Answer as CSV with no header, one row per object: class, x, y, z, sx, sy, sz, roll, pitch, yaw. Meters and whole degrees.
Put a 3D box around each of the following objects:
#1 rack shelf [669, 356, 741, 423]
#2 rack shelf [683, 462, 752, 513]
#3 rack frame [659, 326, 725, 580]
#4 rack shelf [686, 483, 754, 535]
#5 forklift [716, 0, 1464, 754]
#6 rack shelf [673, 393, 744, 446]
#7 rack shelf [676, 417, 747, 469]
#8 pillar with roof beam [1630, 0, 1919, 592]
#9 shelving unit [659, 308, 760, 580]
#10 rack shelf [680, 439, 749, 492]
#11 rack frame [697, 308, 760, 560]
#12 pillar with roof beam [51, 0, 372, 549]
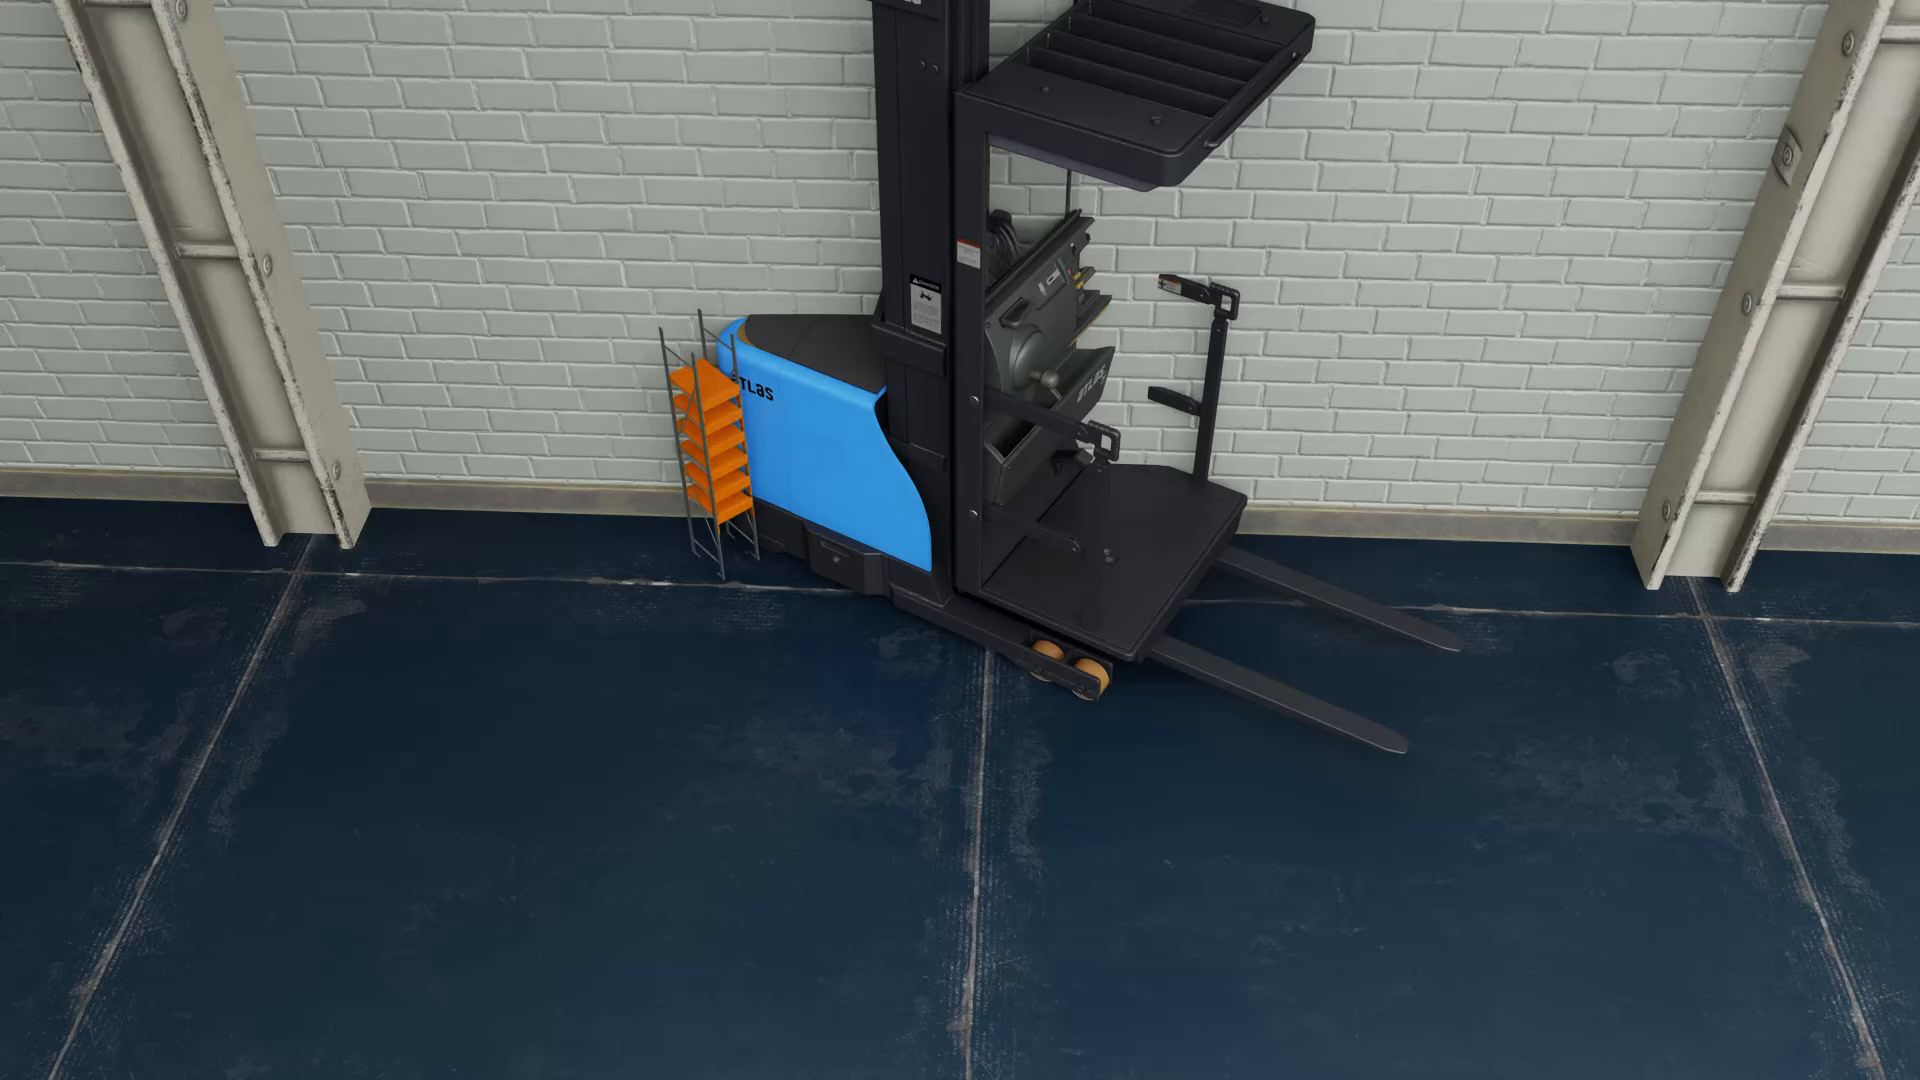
rack shelf,-1.023,-0.602,6.638,0.180,0.103,0.258,-31,51,-29
rack shelf,-1.023,-0.251,6.966,0.180,0.103,0.258,-31,51,-29
rack frame,-1.091,-0.330,6.809,0.006,1.200,0.240,-31,51,-29
rack shelf,-1.023,-0.163,7.047,0.180,0.103,0.258,-31,51,-29
forklift,0.531,-0.850,6.098,3.031,2.935,1.130,23,48,22
rack shelf,-1.023,-0.514,6.720,0.180,0.103,0.258,-31,51,-29
rack shelf,-1.023,-0.426,6.802,0.180,0.103,0.258,-31,51,-29
pillar with roof beam,2.944,-0.250,1.002,0.400,9.000,9.100,2,43,2
shelving unit,-1.023,-0.371,6.854,0.189,1.200,0.258,-31,51,-29
rack shelf,-1.023,-0.339,6.884,0.180,0.103,0.258,-31,51,-29
rack frame,-0.954,-0.412,6.898,0.006,1.200,0.240,-31,51,-29
pillar with roof beam,-3.050,-0.435,1.200,0.400,9.000,9.100,2,43,2
